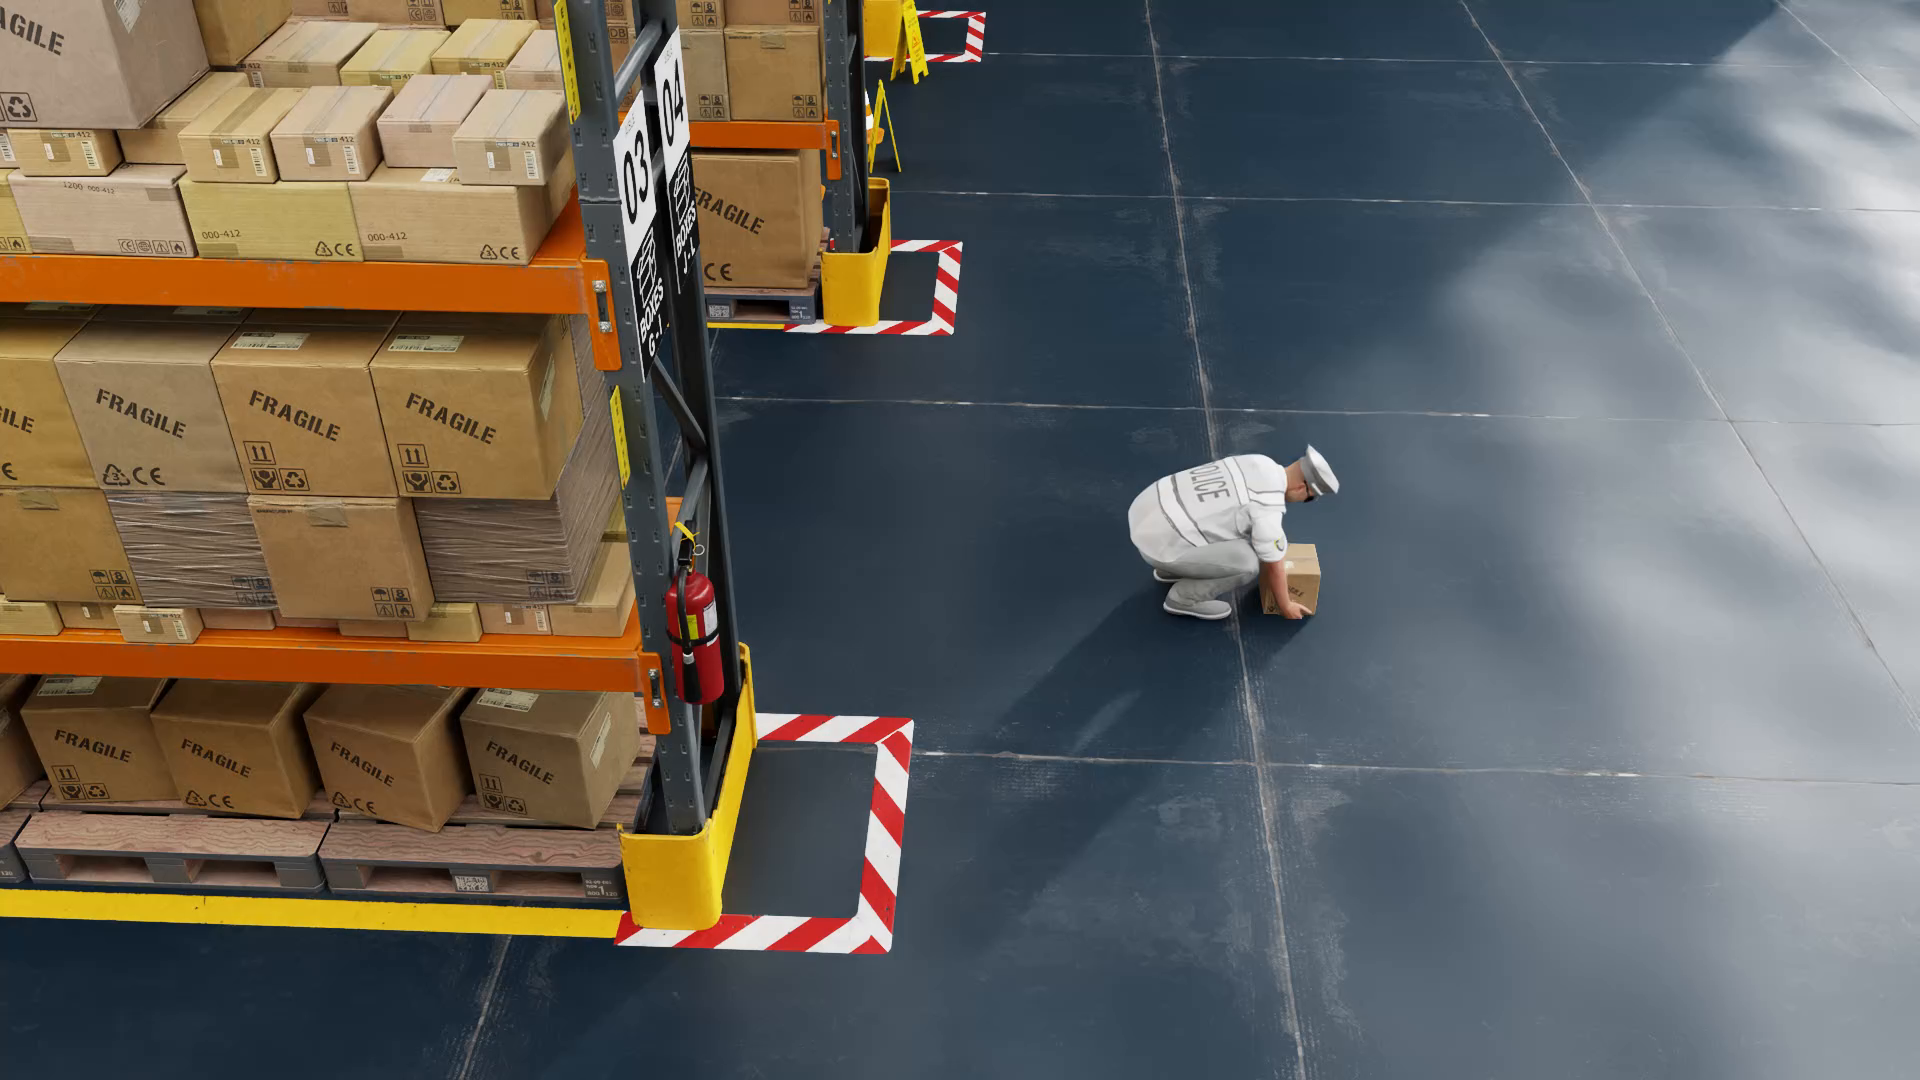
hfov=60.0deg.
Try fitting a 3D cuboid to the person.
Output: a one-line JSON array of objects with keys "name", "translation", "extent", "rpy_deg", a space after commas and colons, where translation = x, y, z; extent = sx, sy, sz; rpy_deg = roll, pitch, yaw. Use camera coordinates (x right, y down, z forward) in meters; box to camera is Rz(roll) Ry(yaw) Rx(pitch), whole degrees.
[{"name": "person", "translation": [1.304, -0.027, 8.019], "extent": [0.986, 0.894, 0.539], "rpy_deg": [1, 35, 2]}]
